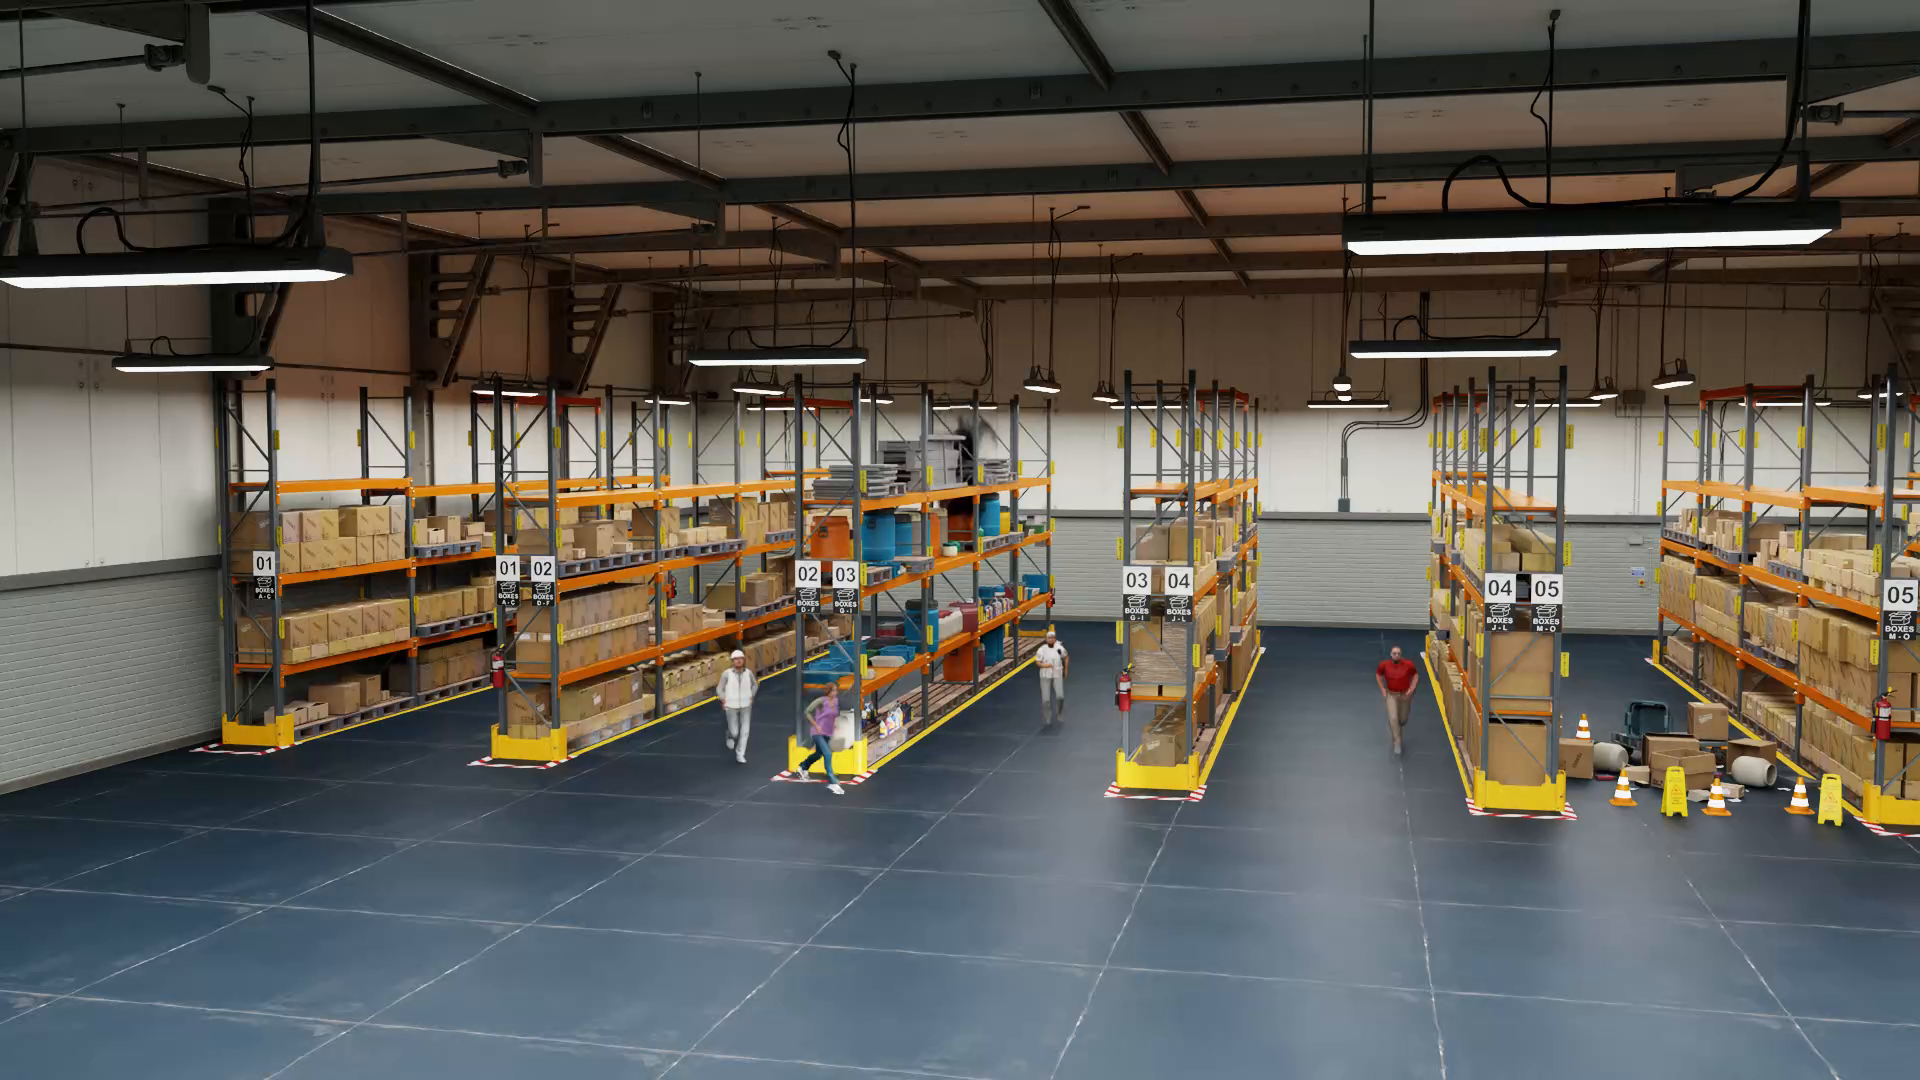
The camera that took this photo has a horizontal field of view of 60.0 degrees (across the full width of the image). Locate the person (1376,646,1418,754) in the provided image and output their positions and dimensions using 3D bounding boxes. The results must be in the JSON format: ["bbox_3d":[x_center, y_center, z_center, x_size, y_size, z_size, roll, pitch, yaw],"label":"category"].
[{"bbox_3d":[7.081,2.564,26.971,0.663,1.732,1.009,1,3,9],"label":"person"}]

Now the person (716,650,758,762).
[{"bbox_3d":[-3.475,2.584,26.033,0.664,1.732,0.625,-1,4,-17],"label":"person"}]

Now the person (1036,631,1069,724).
[{"bbox_3d":[1.629,2.423,29.202,0.601,1.644,0.648,0,3,-1],"label":"person"}]

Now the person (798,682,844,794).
[{"bbox_3d":[-2.001,2.786,23.744,0.934,1.571,0.537,3,5,42],"label":"person"}]
